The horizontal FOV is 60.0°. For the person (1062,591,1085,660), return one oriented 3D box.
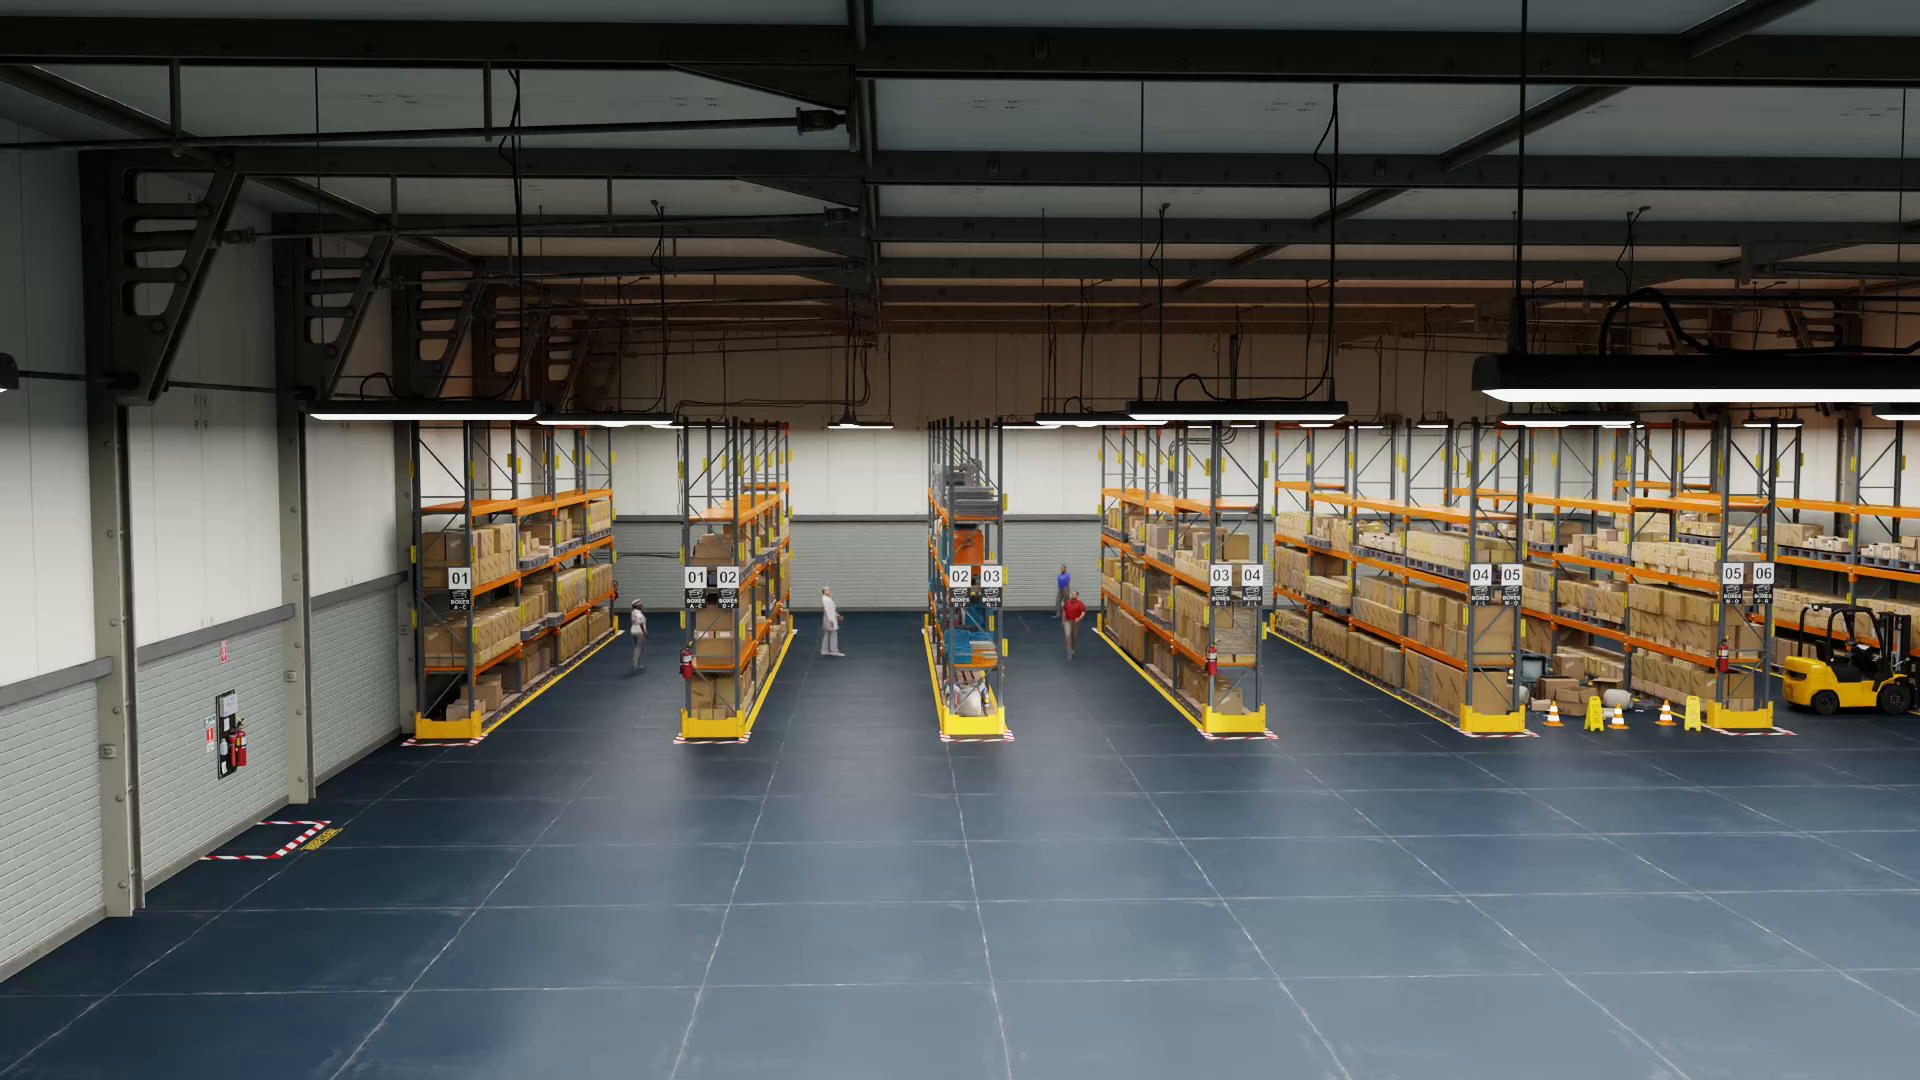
[{"bbox_3d":[2.889,2.143,42.211,0.533,1.712,0.995,0,4,-3],"label":"person"}]

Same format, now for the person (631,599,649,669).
[{"bbox_3d":[-7.697,2.271,40.034,0.490,1.726,0.462,3,5,37],"label":"person"}]

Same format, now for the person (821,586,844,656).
[{"bbox_3d":[-3.245,2.081,42.484,0.637,1.793,0.619,-2,4,-23],"label":"person"}]

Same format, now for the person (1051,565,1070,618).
[{"bbox_3d":[3.180,1.577,50.962,0.794,1.632,0.466,-3,5,-35],"label":"person"}]
